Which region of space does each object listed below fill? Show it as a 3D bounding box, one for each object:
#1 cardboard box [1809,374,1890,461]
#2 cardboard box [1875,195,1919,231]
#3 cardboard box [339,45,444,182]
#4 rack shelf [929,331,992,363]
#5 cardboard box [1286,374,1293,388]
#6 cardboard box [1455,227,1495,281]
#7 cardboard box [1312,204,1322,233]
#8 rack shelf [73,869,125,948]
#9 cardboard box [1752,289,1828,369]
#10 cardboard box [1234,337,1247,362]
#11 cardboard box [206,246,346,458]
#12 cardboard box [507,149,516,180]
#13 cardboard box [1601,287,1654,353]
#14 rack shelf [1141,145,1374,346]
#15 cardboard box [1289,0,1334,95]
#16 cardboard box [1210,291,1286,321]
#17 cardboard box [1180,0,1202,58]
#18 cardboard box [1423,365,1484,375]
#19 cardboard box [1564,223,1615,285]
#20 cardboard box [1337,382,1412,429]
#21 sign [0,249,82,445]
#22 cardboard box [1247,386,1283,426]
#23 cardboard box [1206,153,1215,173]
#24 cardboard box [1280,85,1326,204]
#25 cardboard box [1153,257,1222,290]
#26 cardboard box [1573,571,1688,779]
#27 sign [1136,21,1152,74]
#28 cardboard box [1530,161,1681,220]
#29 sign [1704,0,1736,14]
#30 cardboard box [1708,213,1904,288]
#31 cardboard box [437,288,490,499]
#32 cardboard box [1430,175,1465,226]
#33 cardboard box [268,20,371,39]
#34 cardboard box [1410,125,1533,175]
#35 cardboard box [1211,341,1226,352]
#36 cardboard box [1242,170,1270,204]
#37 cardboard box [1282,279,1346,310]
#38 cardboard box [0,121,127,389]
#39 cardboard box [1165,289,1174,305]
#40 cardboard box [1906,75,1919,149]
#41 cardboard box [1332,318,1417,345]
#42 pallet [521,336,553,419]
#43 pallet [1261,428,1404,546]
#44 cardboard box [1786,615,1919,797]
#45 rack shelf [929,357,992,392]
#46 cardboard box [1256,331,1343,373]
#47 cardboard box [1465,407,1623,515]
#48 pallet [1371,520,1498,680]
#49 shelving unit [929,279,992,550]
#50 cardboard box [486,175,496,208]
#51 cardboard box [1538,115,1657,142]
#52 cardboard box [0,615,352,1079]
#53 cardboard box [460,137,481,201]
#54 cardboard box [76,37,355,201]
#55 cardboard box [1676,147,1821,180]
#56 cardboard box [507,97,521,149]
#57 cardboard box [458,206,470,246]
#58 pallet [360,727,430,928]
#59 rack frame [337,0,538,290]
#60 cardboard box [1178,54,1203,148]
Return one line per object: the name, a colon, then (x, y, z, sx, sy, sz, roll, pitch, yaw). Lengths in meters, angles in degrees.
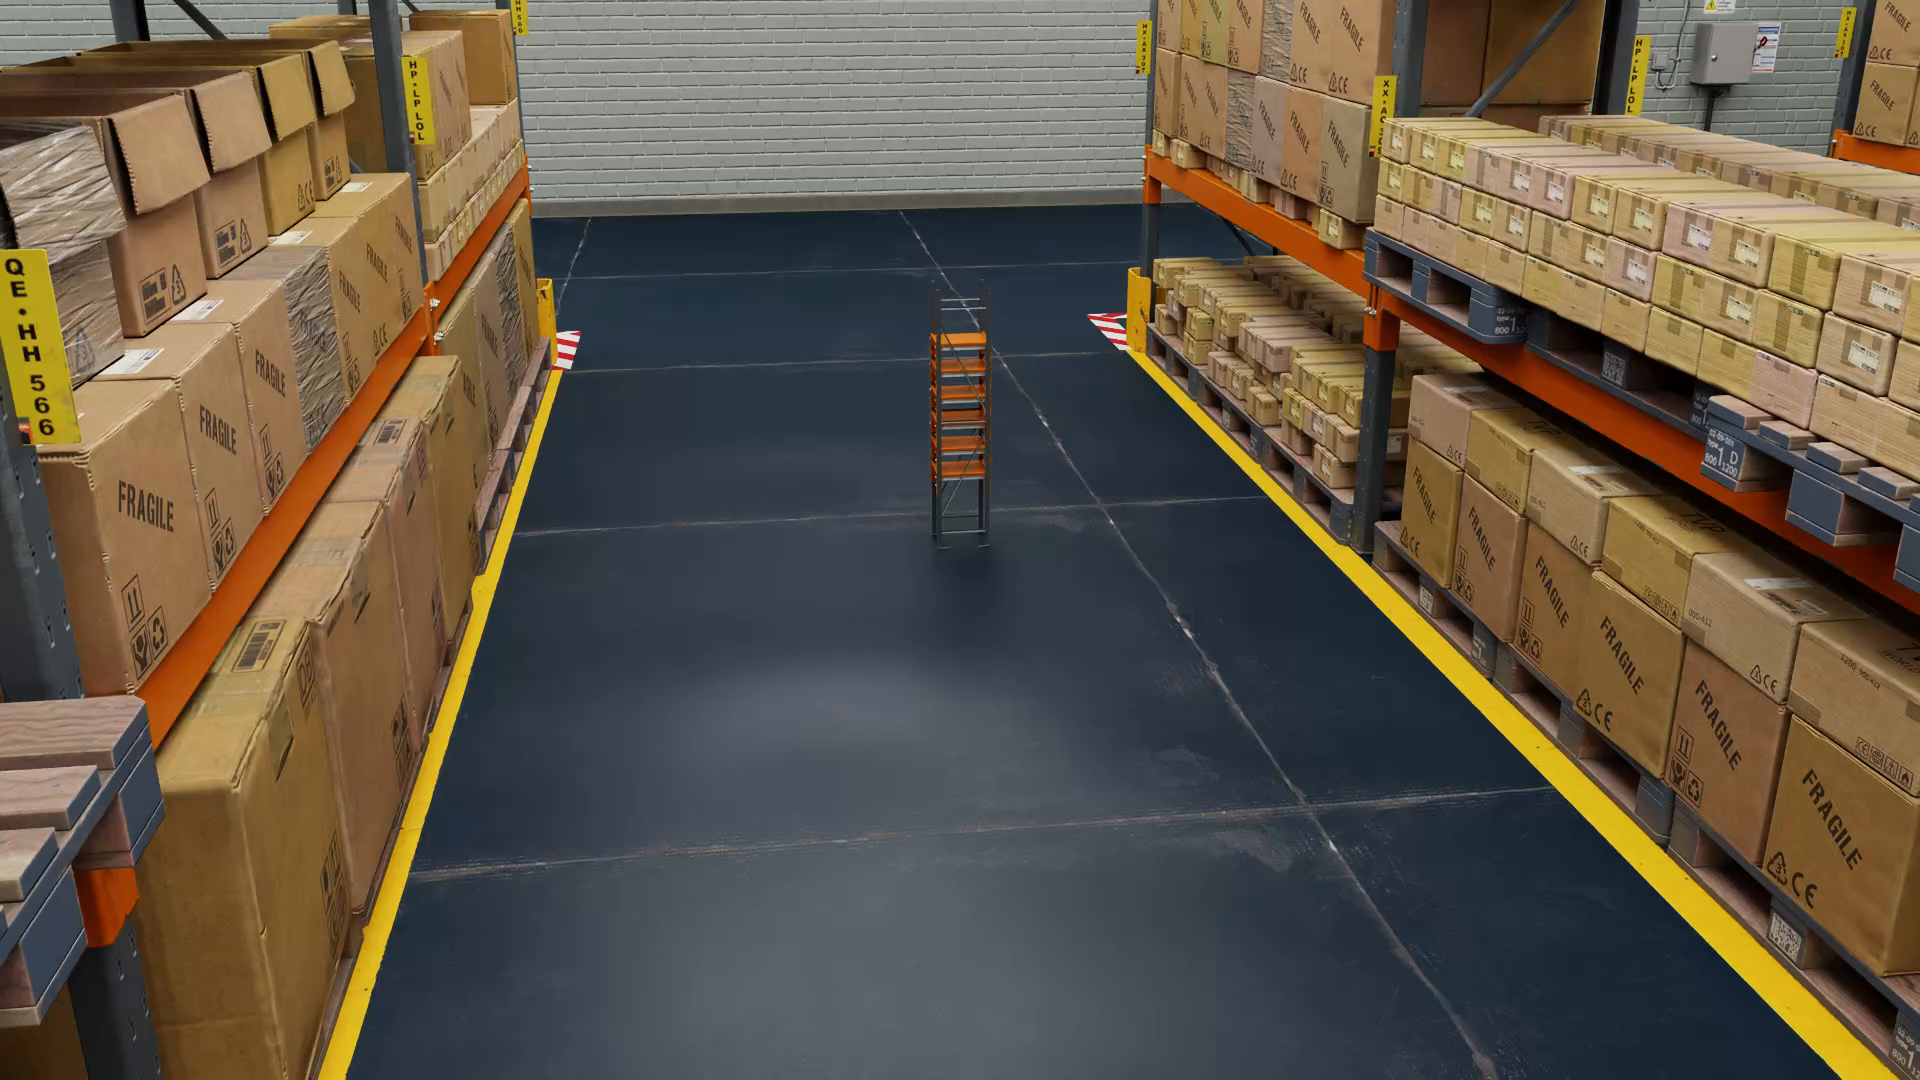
cardboard box: (2.305, -0.305, 4.005, 0.380, 0.149, 0.250, -3, 21, -8)
cardboard box: (2.839, -0.883, 4.703, 0.380, 0.149, 0.250, -2, 21, -5)
cardboard box: (-2.450, -1.761, 6.862, 0.500, 0.500, 0.500, -3, 21, -8)
rack shelf: (0.002, -0.853, 7.382, 0.258, 0.103, 0.180, -3, 21, -8)
cardboard box: (1.882, -0.748, 8.480, 0.380, 0.149, 0.250, -3, 21, -7)
cardboard box: (2.003, -1.027, 5.939, 0.380, 0.149, 0.250, -3, 21, -7)
cardboard box: (1.891, -1.526, 7.874, 0.380, 0.149, 0.250, -2, 21, -6)
rack shelf: (-1.769, 1.252, 1.105, 1.077, 0.370, 4.000, -3, 21, -8)
cardboard box: (2.262, -0.542, 4.215, 0.380, 0.149, 0.250, -2, 21, -6)
cardboard box: (1.782, -1.117, 9.470, 0.380, 0.149, 0.250, -2, 21, -5)
cardboard box: (-2.083, -0.535, 4.718, 0.500, 0.500, 0.500, -3, 21, -8)
cardboard box: (-2.759, -2.145, 9.532, 0.380, 0.149, 0.250, -3, 21, -8)
cardboard box: (2.159, -0.663, 4.964, 0.380, 0.149, 0.250, -2, 21, -6)
rack shelf: (2.000, -1.733, 9.097, 1.077, 0.370, 4.000, -3, 21, -8)
cardboard box: (1.873, -2.360, 7.750, 0.500, 0.500, 0.500, -4, 21, -9)
cardboard box: (1.668, -1.342, 9.647, 0.380, 0.149, 0.250, -2, 21, -6)
cardboard box: (1.593, -3.074, 9.661, 0.500, 0.500, 0.500, -2, 21, -6)
cardboard box: (2.463, -0.745, 8.049, 0.380, 0.149, 0.250, -2, 21, -5)
cardboard box: (2.117, -0.895, 5.158, 0.380, 0.149, 0.250, -3, 21, -9)
cardboard box: (1.979, -0.627, 7.733, 0.380, 0.149, 0.250, -2, 21, -6)
sign: (-1.522, -0.313, 2.726, 0.100, 0.325, 0.005, -3, 21, -8)
cardboard box: (1.745, -0.716, 8.819, 0.380, 0.149, 0.250, -3, 21, -8)
cardboard box: (1.671, -2.251, 9.815, 0.380, 0.149, 0.250, -2, 21, -5)
cardboard box: (1.865, -1.897, 7.939, 0.500, 0.500, 0.500, -3, 21, -9)
cardboard box: (1.451, -1.704, 10.615, 0.380, 0.149, 0.250, -4, 21, -10)
cardboard box: (2.348, 0.405, 5.317, 0.500, 0.500, 0.500, -4, 21, -10)
sign: (1.175, -3.140, 10.600, 0.100, 0.325, 0.005, -3, 21, -8)
cardboard box: (2.077, -1.128, 5.358, 0.380, 0.149, 0.250, -2, 21, -6)
sign: (7.775, -5.509, 16.999, 0.339, 0.242, 0.001, -3, 21, -8)
cardboard box: (2.227, -0.767, 4.391, 0.380, 0.149, 0.250, -2, 21, -6)
cardboard box: (-2.650, -0.596, 7.462, 0.875, 0.875, 0.875, -3, 21, -8)
cardboard box: (1.967, -1.257, 6.129, 0.380, 0.149, 0.250, -2, 21, -6)
cardboard box: (-3.256, -2.436, 8.667, 0.500, 0.500, 0.500, -3, 21, -9)
cardboard box: (1.936, -1.479, 6.298, 0.380, 0.149, 0.250, -2, 21, -6)
cardboard box: (1.691, -1.076, 9.785, 0.380, 0.149, 0.250, -3, 21, -8)
cardboard box: (1.719, -1.884, 8.834, 0.380, 0.149, 0.250, -3, 21, -7)
cardboard box: (2.156, -1.466, 9.977, 0.380, 0.149, 0.250, -4, 21, -10)
cardboard box: (-2.147, -0.548, 3.320, 0.797, 0.503, 0.637, -2, 21, -6)
cardboard box: (1.533, -1.569, 10.678, 0.380, 0.149, 0.250, -2, 21, -5)
cardboard box: (6.481, -2.739, 10.621, 0.500, 0.500, 0.500, -3, 21, -9)
cardboard box: (2.240, -1.102, 9.004, 0.380, 0.149, 0.250, -4, 21, -10)
pallet: (-3.018, -0.968, 10.006, 1.003, 0.211, 1.213, -3, 21, -8)
pallet: (2.157, -0.302, 8.223, 1.003, 0.211, 1.213, -3, 21, -8)
cardboard box: (2.507, 0.407, 4.240, 0.500, 0.250, 0.500, -3, 21, -9)
rack shelf: (0.002, -0.740, 7.424, 0.258, 0.103, 0.180, -3, 21, -8)
cardboard box: (1.770, -0.983, 8.684, 0.380, 0.149, 0.250, -4, 21, -10)
cardboard box: (2.213, -0.301, 6.136, 0.500, 0.250, 0.500, -2, 21, -6)
pallet: (2.402, 0.198, 6.883, 1.003, 0.211, 1.213, -3, 21, -8)
shelving unit: (0.002, -0.557, 7.493, 0.258, 1.200, 0.189, -3, 21, -8)
cardboard box: (-2.614, -1.793, 8.590, 0.380, 0.149, 0.250, -3, 21, -7)
cardboard box: (2.539, -1.606, 6.638, 0.380, 0.149, 0.250, -2, 21, -5)
cardboard box: (-2.137, 0.781, 3.774, 1.225, 0.875, 0.875, -4, 21, -10)
cardboard box: (-2.590, -1.759, 7.927, 0.500, 0.250, 0.500, -2, 21, -6)
cardboard box: (-2.534, -1.458, 5.757, 0.797, 0.503, 0.637, -3, 21, -9)
cardboard box: (2.684, -1.247, 5.677, 0.380, 0.149, 0.250, -4, 21, -10)
cardboard box: (-2.879, -2.462, 9.810, 0.500, 0.250, 0.500, -3, 21, -9)
cardboard box: (-2.464, -1.437, 7.635, 0.380, 0.149, 0.250, -3, 21, -9)
pallet: (-2.269, 0.831, 5.190, 1.003, 0.211, 1.213, -3, 21, -8)
rack frame: (-3.211, -2.547, 10.249, 1.000, 3.000, 0.127, -3, 21, -8)
cardboard box: (1.605, -2.595, 9.809, 0.500, 0.500, 0.500, -3, 21, -8)
